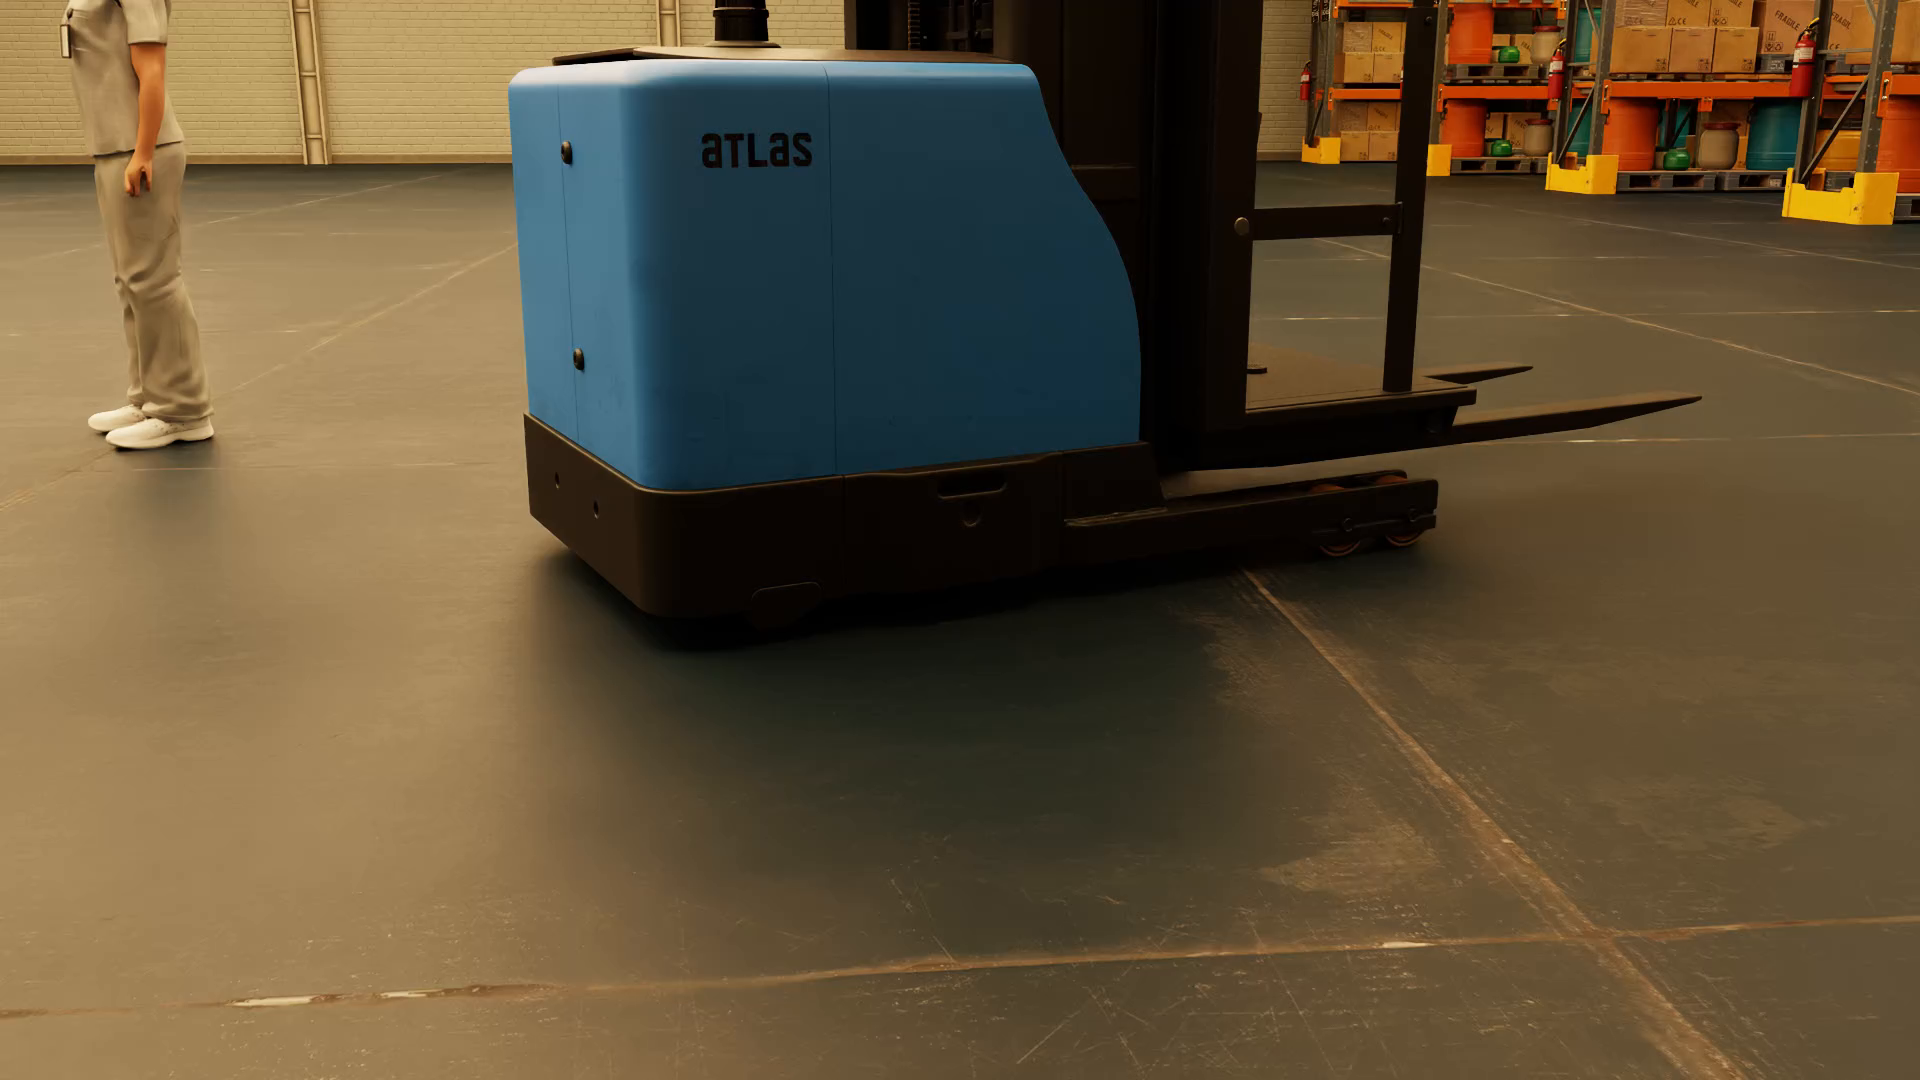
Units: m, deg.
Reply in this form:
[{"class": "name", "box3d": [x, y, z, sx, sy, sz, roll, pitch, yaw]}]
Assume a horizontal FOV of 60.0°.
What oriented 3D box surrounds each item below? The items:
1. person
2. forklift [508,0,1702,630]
[{"class": "person", "box3d": [-2.452, -1.126, 4.937, 0.390, 1.671, 0.431, -10, 18, -33]}, {"class": "forklift", "box3d": [0.538, -1.490, 3.837, 3.031, 2.935, 1.130, -8, 17, -27]}]
